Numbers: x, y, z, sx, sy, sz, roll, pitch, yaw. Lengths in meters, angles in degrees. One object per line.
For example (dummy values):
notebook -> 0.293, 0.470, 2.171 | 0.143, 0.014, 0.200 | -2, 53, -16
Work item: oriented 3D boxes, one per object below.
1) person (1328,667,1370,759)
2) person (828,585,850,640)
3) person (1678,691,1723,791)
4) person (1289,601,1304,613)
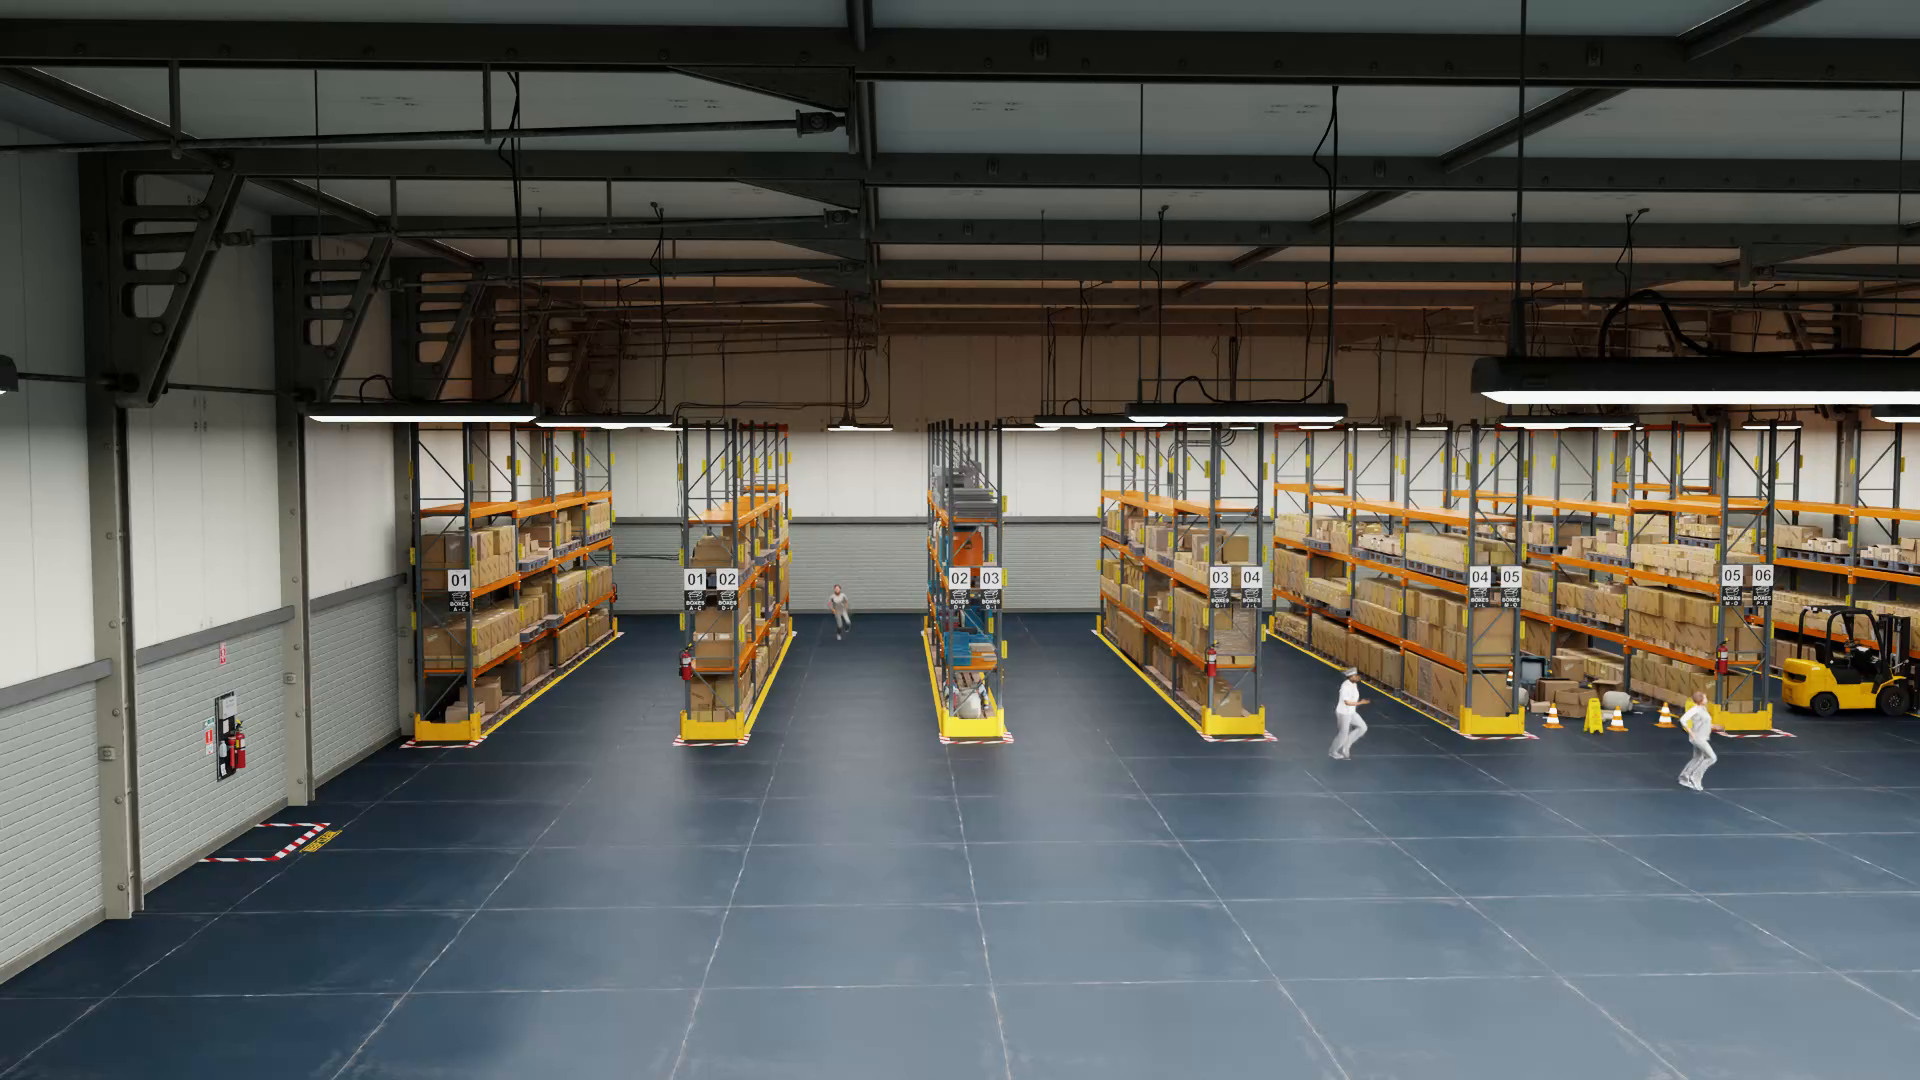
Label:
person -> 6.803, 3.020, 29.056 | 0.750, 1.644, 0.611 | 2, 4, 32
person -> -3.298, 1.990, 45.527 | 0.568, 1.537, 0.608 | -1, 4, -17
person -> 11.850, 3.215, 26.612 | 0.657, 1.587, 0.508 | 3, 5, 36
person -> 10.045, 1.777, 49.078 | 0.778, 1.667, 0.576 | 0, 4, 4
